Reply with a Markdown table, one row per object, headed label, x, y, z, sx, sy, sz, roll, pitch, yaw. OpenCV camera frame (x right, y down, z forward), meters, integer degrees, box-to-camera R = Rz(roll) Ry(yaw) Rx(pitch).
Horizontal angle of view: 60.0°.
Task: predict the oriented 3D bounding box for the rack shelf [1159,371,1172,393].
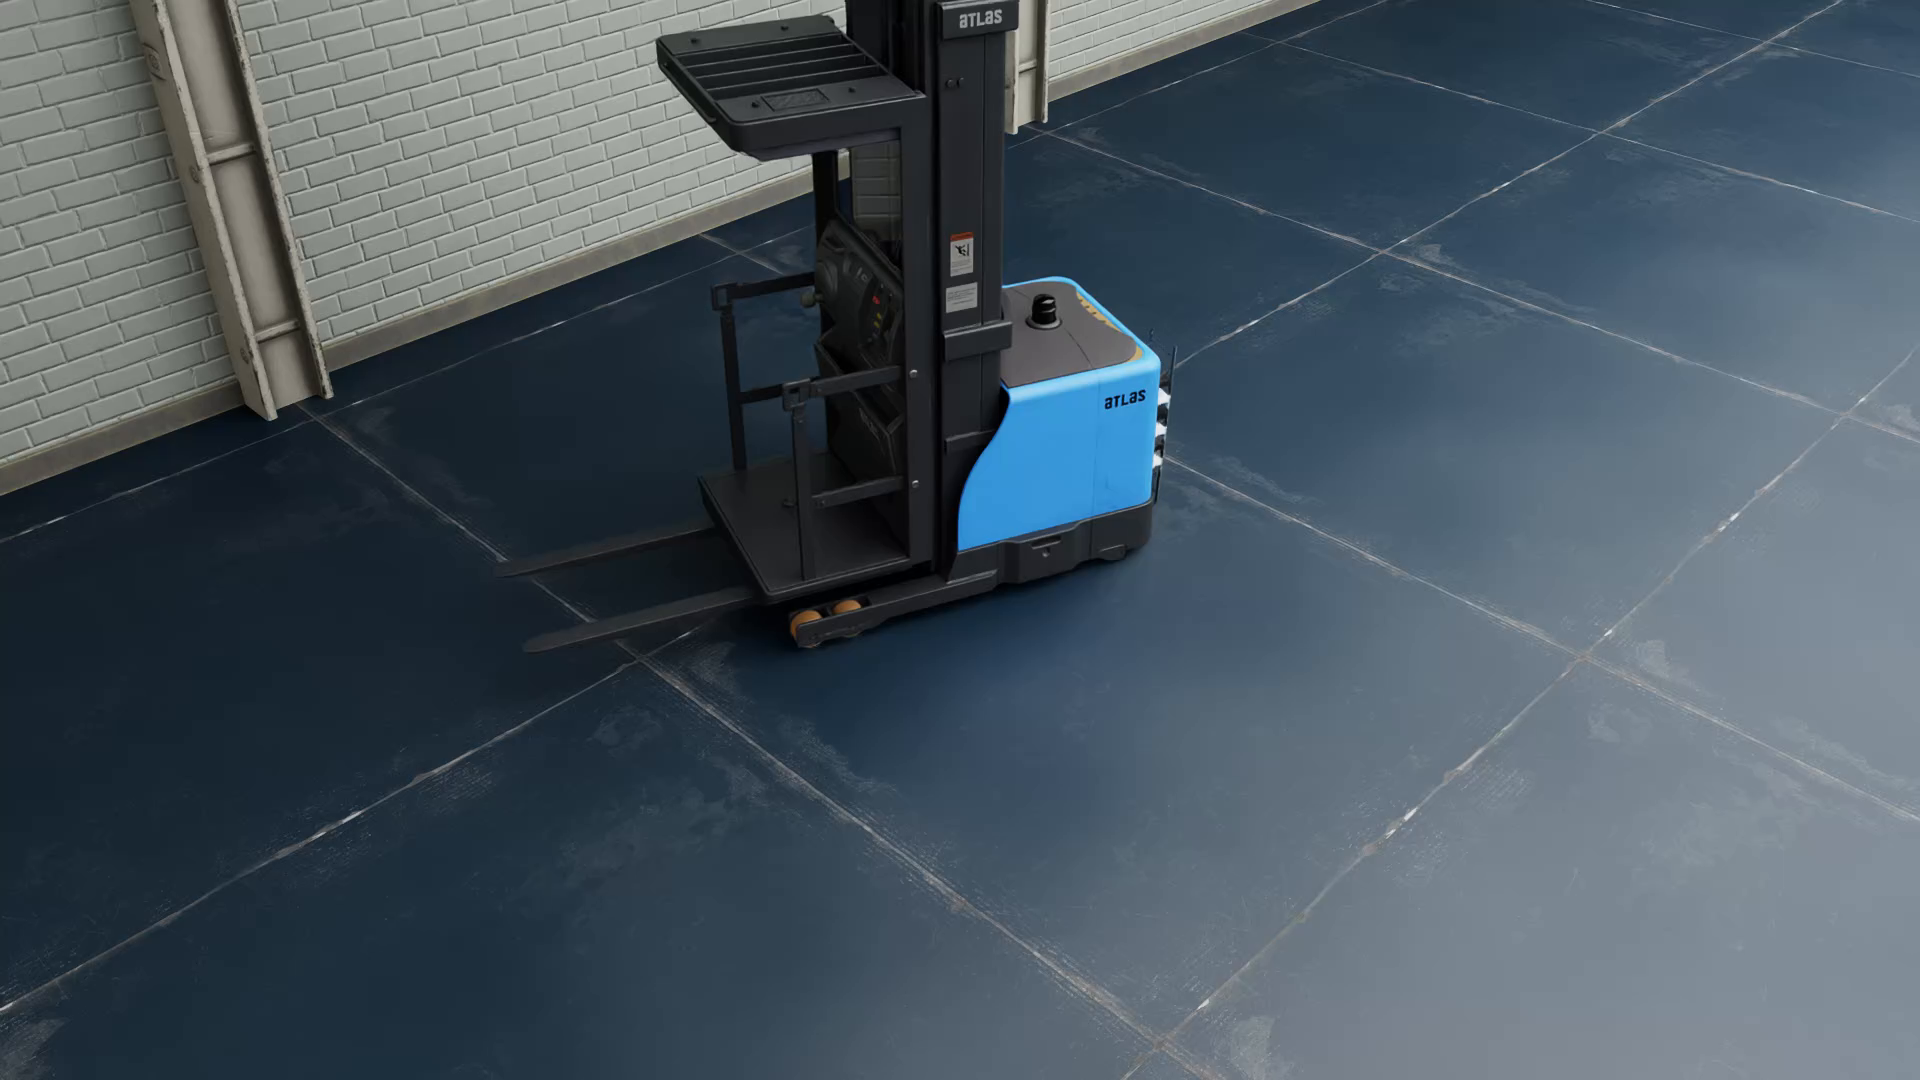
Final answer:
| label | x | y | z | sx | sy | sz | roll | pitch | yaw |
| --- | --- | --- | --- | --- | --- | --- | --- | --- | --- |
| rack shelf | 0.892 | -0.796 | 8.184 | 0.200 | 0.077 | 0.258 | -13 | 37 | -22 |

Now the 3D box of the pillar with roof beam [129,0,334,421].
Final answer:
| label | x | y | z | sx | sy | sz | roll | pitch | yaw |
| --- | --- | --- | --- | --- | --- | --- | --- | --- | --- |
| pillar with roof beam | -0.738 | -2.754 | 4.333 | 9.100 | 9.000 | 0.400 | 30 | 45 | 35 |

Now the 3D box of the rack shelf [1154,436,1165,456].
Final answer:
| label | x | y | z | sx | sy | sz | roll | pitch | yaw |
| --- | --- | --- | --- | --- | --- | --- | --- | --- | --- |
| rack shelf | 0.878 | -0.497 | 8.384 | 0.200 | 0.077 | 0.258 | -13 | 37 | -22 |

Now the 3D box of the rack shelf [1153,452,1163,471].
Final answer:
| label | x | y | z | sx | sy | sz | roll | pitch | yaw |
| --- | --- | --- | --- | --- | --- | --- | --- | --- | --- |
| rack shelf | 0.875 | -0.422 | 8.434 | 0.200 | 0.077 | 0.258 | -13 | 37 | -22 |

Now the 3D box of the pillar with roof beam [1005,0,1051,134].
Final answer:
| label | x | y | z | sx | sy | sz | roll | pitch | yaw |
| --- | --- | --- | --- | --- | --- | --- | --- | --- | --- |
| pillar with roof beam | 3.490 | -5.190 | 7.825 | 9.100 | 9.000 | 0.400 | 30 | 45 | 35 |

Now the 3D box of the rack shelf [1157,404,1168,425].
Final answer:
| label | x | y | z | sx | sy | sz | roll | pitch | yaw |
| --- | --- | --- | --- | --- | --- | --- | --- | --- | --- |
| rack shelf | 0.885 | -0.646 | 8.284 | 0.200 | 0.077 | 0.258 | -13 | 37 | -22 |

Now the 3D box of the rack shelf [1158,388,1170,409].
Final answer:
| label | x | y | z | sx | sy | sz | roll | pitch | yaw |
| --- | --- | --- | --- | --- | --- | --- | --- | --- | --- |
| rack shelf | 0.888 | -0.721 | 8.234 | 0.200 | 0.077 | 0.258 | -13 | 37 | -22 |

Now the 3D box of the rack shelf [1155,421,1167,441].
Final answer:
| label | x | y | z | sx | sy | sz | roll | pitch | yaw |
| --- | --- | --- | --- | --- | --- | --- | --- | --- | --- |
| rack shelf | 0.881 | -0.572 | 8.334 | 0.200 | 0.077 | 0.258 | -13 | 37 | -22 |

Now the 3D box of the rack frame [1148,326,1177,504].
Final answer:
| label | x | y | z | sx | sy | sz | roll | pitch | yaw |
| --- | --- | --- | --- | --- | --- | --- | --- | --- | --- |
| rack frame | 0.975 | -0.620 | 8.353 | 0.006 | 0.900 | 0.240 | -13 | 37 | -22 |

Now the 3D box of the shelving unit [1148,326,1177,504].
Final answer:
| label | x | y | z | sx | sy | sz | roll | pitch | yaw |
| --- | --- | --- | --- | --- | --- | --- | --- | --- | --- |
| shelving unit | 0.883 | -0.599 | 8.316 | 0.210 | 0.900 | 0.258 | -13 | 37 | -22 |

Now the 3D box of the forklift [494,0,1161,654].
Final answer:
| label | x | y | z | sx | sy | sz | roll | pitch | yaw |
| --- | --- | --- | --- | --- | --- | --- | --- | --- | --- |
| forklift | -0.629 | -1.058 | 7.205 | 3.031 | 2.935 | 1.130 | -14 | 37 | -19 |
